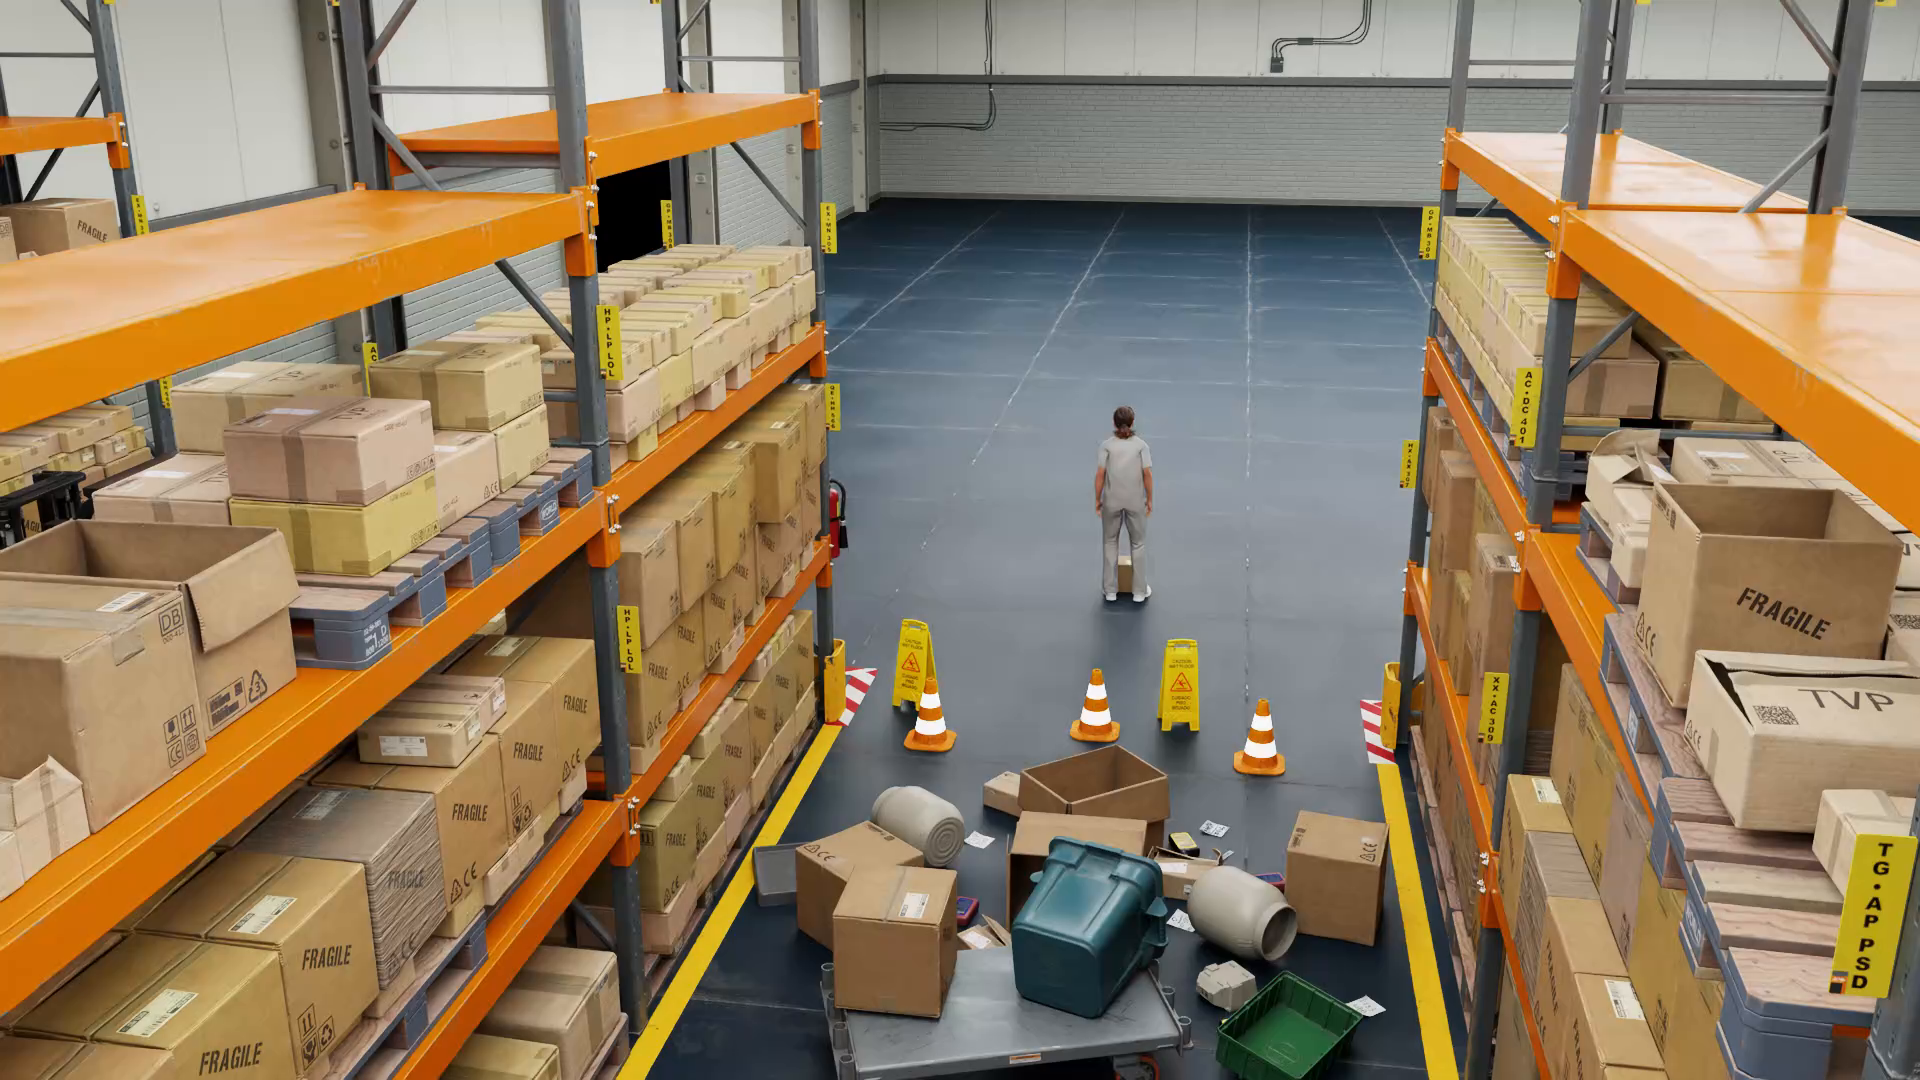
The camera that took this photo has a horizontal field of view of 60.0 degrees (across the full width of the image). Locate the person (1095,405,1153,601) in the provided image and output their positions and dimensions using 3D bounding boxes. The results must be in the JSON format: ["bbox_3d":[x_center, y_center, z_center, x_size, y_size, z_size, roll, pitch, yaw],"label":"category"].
[{"bbox_3d":[1.385,-0.306,14.001,0.506,1.671,0.364,2,18,6],"label":"person"}]
